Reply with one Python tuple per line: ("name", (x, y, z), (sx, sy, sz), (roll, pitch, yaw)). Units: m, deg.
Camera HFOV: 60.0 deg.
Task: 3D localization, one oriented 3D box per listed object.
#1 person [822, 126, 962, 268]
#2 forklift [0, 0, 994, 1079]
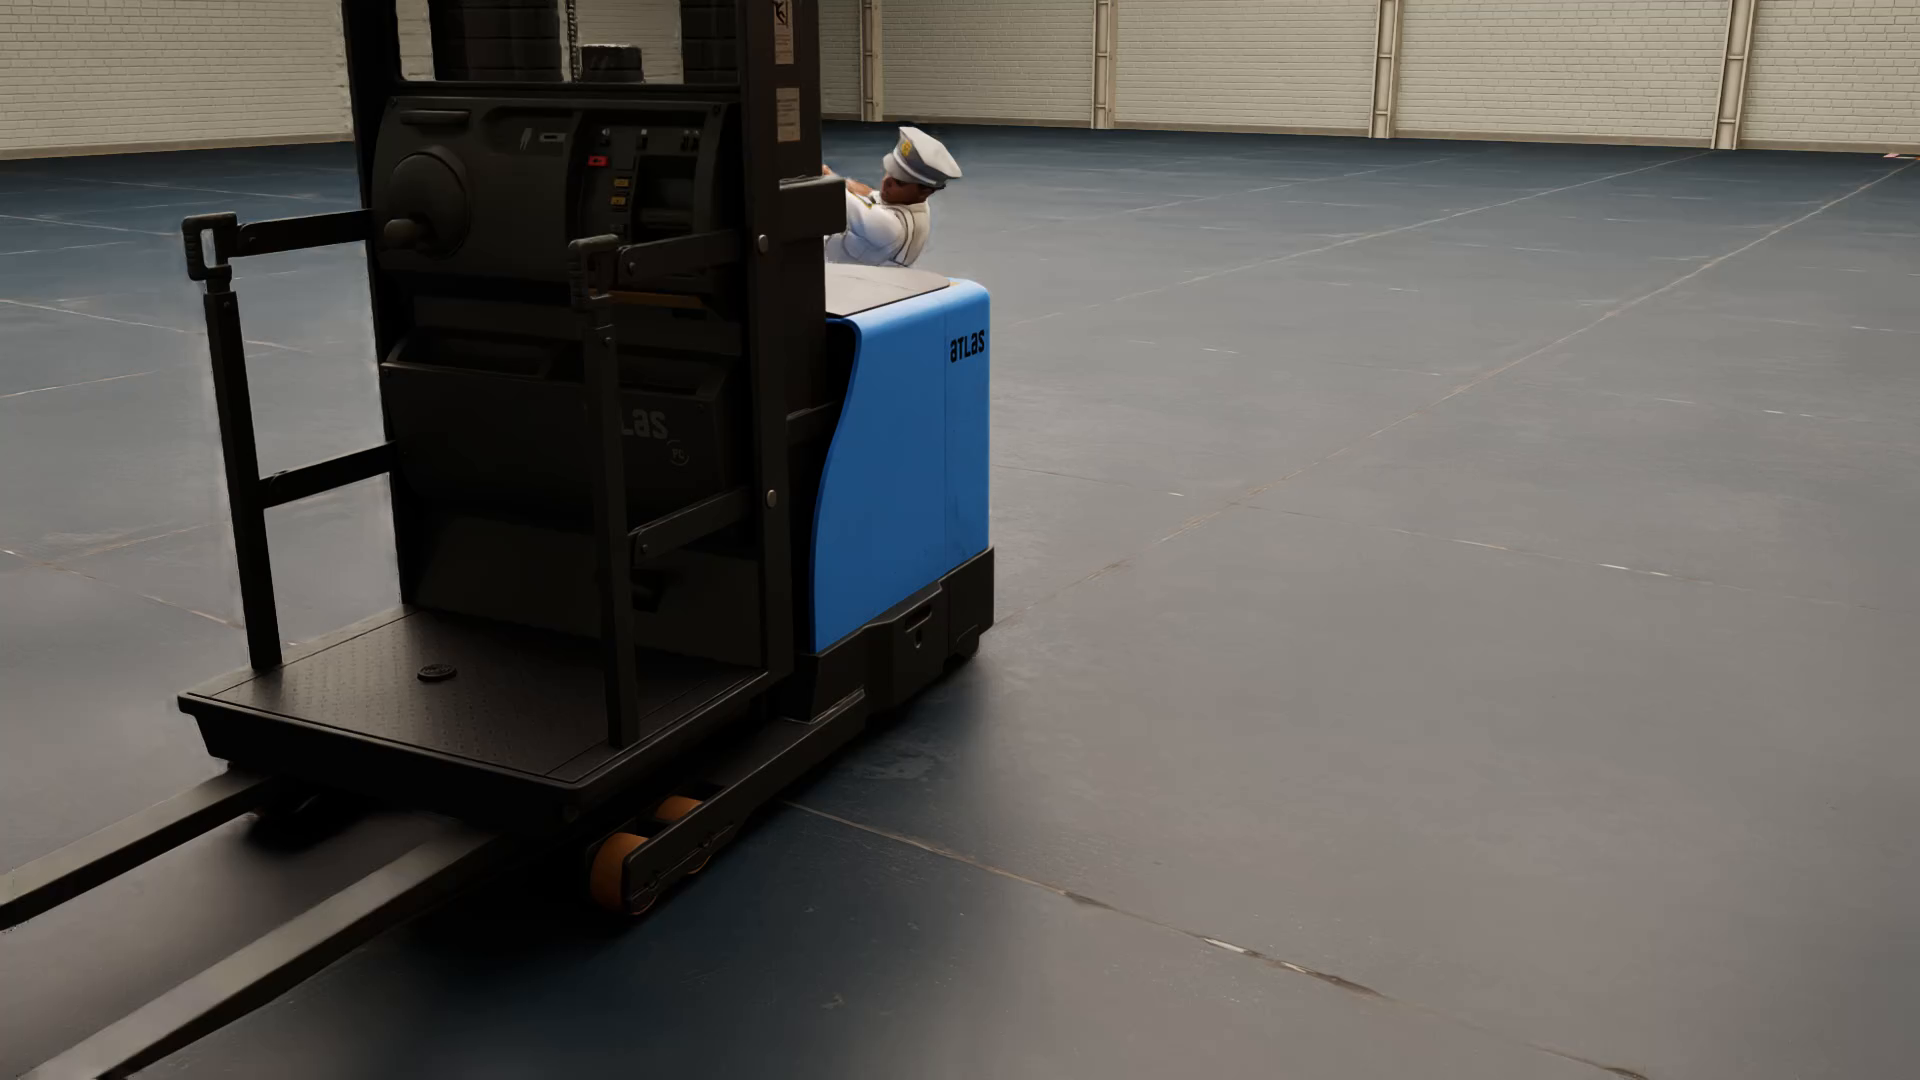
("person", (-0.356, -0.834, 6.020), (0.710, 1.540, 1.002), (-1, 17, -2))
("forklift", (-1.001, -0.782, 3.448), (1.130, 2.935, 3.031), (8, 18, 25))
